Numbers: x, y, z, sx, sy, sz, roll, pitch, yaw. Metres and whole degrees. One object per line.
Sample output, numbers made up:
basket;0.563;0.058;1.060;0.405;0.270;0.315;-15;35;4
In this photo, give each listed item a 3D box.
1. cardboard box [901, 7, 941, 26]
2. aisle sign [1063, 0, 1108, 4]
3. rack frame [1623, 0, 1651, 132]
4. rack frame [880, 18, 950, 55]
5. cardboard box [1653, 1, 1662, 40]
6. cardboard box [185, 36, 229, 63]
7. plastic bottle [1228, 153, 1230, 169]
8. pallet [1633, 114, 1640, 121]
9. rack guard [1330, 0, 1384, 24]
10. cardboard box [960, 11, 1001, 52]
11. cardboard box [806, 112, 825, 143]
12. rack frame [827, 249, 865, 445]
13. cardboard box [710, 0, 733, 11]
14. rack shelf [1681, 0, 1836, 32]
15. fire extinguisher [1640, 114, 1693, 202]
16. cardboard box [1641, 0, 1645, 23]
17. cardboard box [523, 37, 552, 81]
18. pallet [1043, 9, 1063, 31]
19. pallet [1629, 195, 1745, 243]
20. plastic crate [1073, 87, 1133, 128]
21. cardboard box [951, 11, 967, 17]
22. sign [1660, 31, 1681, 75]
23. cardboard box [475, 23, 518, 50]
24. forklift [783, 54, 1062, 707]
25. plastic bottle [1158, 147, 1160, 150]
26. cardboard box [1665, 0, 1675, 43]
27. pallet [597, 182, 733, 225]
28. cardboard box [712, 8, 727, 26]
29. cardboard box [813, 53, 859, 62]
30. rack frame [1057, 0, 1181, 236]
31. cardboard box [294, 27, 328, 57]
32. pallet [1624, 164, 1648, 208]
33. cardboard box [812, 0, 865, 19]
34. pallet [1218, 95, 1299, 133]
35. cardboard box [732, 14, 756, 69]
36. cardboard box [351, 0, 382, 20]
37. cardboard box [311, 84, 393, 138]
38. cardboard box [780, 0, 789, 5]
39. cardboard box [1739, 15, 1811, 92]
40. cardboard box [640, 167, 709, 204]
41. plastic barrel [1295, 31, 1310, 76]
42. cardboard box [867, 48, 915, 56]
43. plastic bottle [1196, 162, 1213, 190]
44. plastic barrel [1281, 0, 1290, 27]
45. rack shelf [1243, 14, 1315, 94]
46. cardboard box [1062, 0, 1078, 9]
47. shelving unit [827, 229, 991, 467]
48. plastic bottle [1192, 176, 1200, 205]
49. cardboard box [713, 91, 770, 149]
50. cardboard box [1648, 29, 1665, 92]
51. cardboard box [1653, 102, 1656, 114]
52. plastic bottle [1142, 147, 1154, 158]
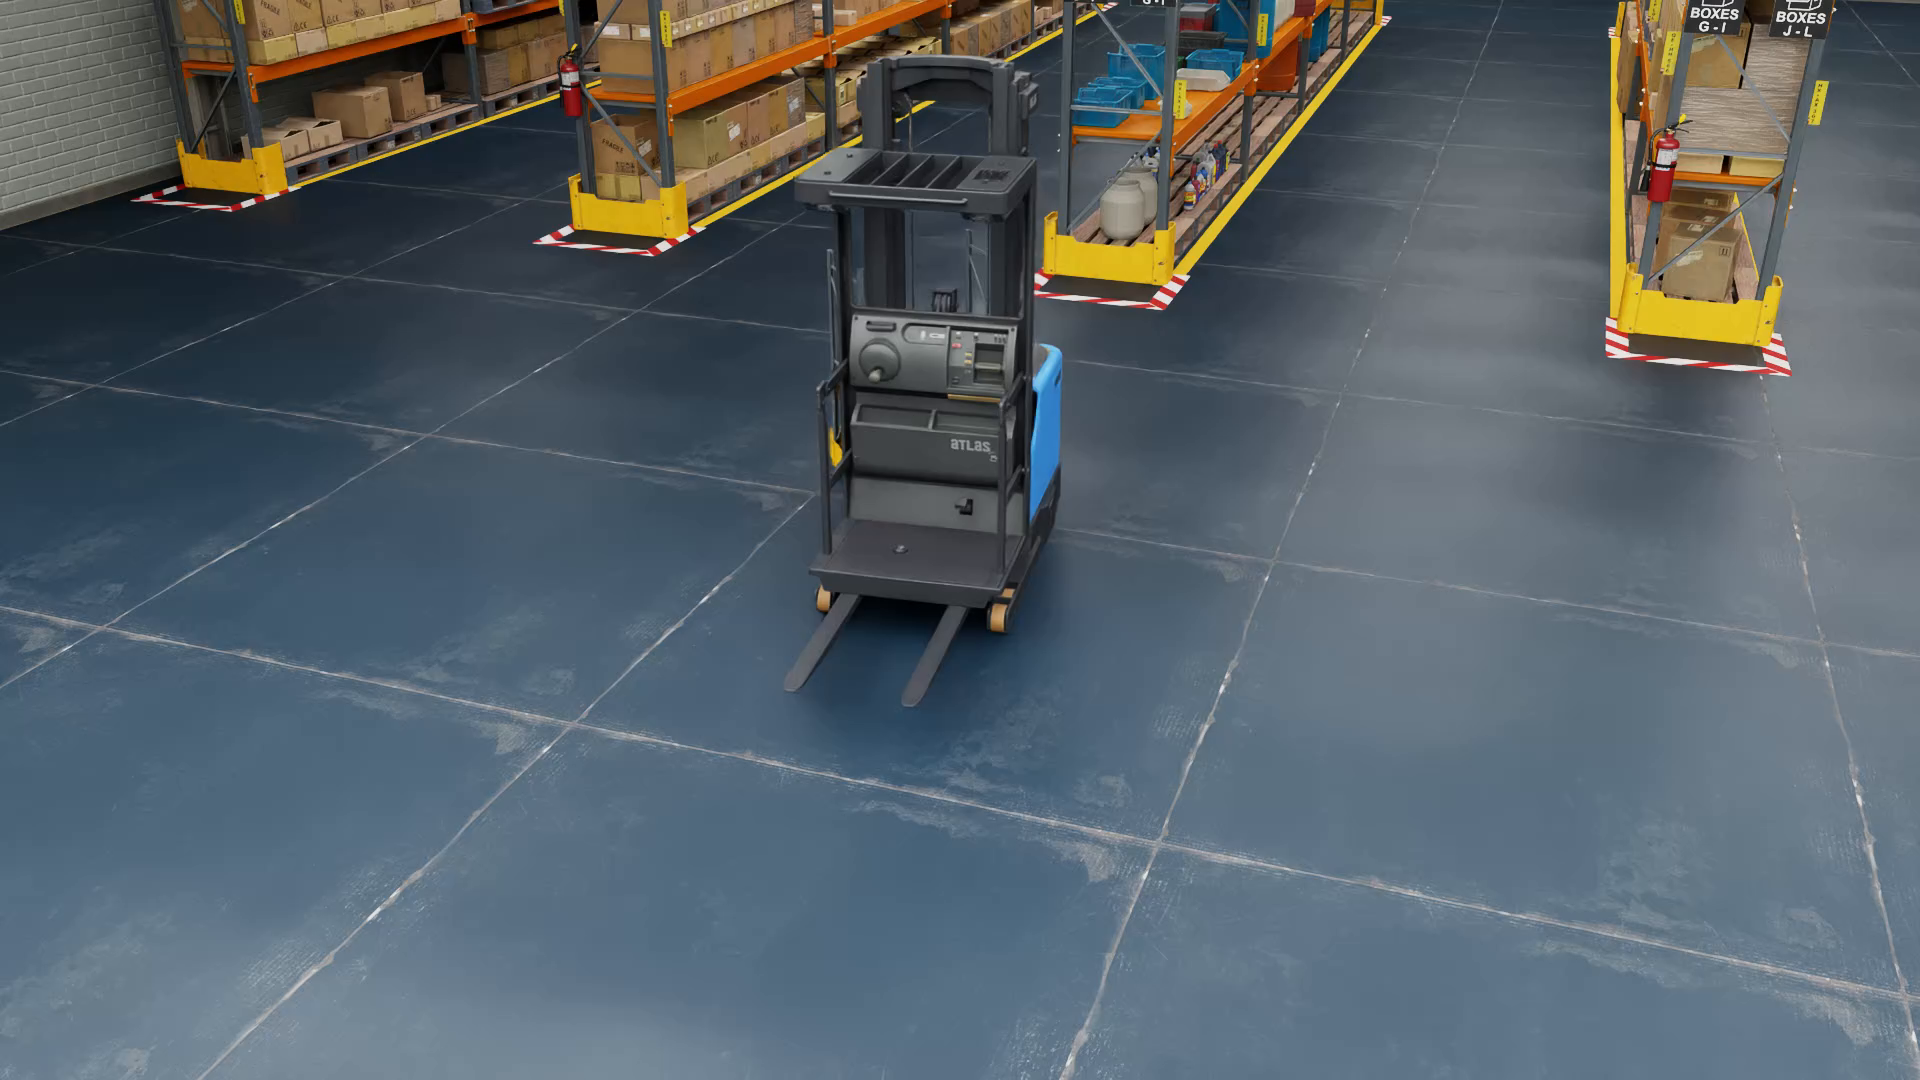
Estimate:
cardboard box;-0.527;-7.615;24.038;0.500;0.250;0.500;10;28;19
aisle sign;1.072;-4.938;14.024;0.394;0.787;0.004;9;27;17
rack frame;8.709;-6.324;19.869;1.000;3.000;0.127;9;27;17
rack frame;-0.631;-7.762;22.839;1.000;3.000;0.127;9;27;17
cardboard box;7.868;-5.641;17.859;0.797;0.503;0.637;12;28;23
cardboard box;-7.993;-5.353;18.013;0.500;0.250;0.500;9;27;18
plastic bottle;2.881;-4.143;18.070;0.097;0.201;0.097;0;26;0
pallet;9.043;-5.382;21.123;1.003;0.211;1.213;9;27;17
rack guard;6.697;-9.216;28.712;1.175;0.500;0.348;9;27;17
cardboard box;0.299;-7.617;24.904;0.500;0.500;0.500;8;27;16
cardboard box;-1.911;-4.847;19.493;0.500;0.250;0.500;9;27;17
rack frame;-0.723;-1.092;10.785;0.032;1.500;0.500;-13;29;-25
cardboard box;-2.771;-5.739;17.058;0.700;0.500;0.500;9;27;18
rack shelf;6.713;-4.885;14.280;1.077;0.370;4.000;9;27;17
fire extinguisher;5.574;-3.021;13.137;0.296;0.674;0.183;9;27;17
cardboard box;8.640;-6.608;20.340;0.500;0.500;0.500;10;27;19
cardboard box;-6.073;-6.636;22.878;0.700;0.500;0.500;9;27;18
pallet;1.334;-8.936;28.464;1.003;0.211;1.213;9;27;17
pallet;7.188;-3.144;16.501;1.003;0.211;1.213;9;27;17
plastic crate;1.261;-3.937;15.109;0.499;0.251;0.616;9;27;17
cardboard box;-0.200;-7.683;25.039;0.500;0.500;0.500;8;27;15
sign;5.530;-3.788;12.941;0.100;0.325;0.005;9;27;17
cardboard box;-6.262;-6.732;22.215;0.500;0.250;0.500;8;27;16
forklift;-0.196;-0.986;8.922;1.130;2.935;3.031;6;26;12
plastic bottle;2.184;-4.112;17.835;0.144;0.351;0.185;9;27;17
cardboard box;6.501;-4.543;14.587;0.500;0.500;0.500;9;27;17
pallet;-3.078;-3.540;17.319;1.003;0.211;1.213;9;27;17
cardboard box;-2.618;-5.366;17.031;0.380;0.149;0.250;8;27;16
cardboard box;-1.592;-6.156;21.551;0.500;0.311;0.500;8;27;17
rack frame;1.376;-3.755;14.563;1.000;3.000;0.127;9;27;17
cardboard box;-7.345;-5.503;18.322;0.500;0.250;0.500;8;27;16
pallet;7.636;-3.745;17.743;1.003;0.211;1.213;9;27;17
cardboard box;-1.516;-6.693;20.517;0.500;0.500;0.500;11;28;21
pallet;3.744;-5.474;21.314;1.003;0.211;1.213;9;27;17
cardboard box;-2.613;-5.346;17.735;0.700;0.500;0.500;10;27;19
cardboard box;-7.011;-6.250;19.005;0.500;0.500;0.500;10;27;19
cardboard box;-7.170;-5.064;19.631;0.700;0.500;0.500;7;27;14
cardboard box;-2.106;-5.995;18.331;0.380;0.149;0.250;9;27;17
cardboard box;6.487;-3.852;13.160;0.500;0.500;0.500;9;27;17
cardboard box;-2.905;-3.614;16.946;0.500;0.250;0.500;9;27;17
plastic barrel;4.561;-6.813;23.165;0.600;0.588;0.708;9;27;17
cardboard box;-0.911;-6.293;21.836;0.500;0.311;0.500;9;27;17
plastic bottle;2.536;-3.786;17.249;0.152;0.276;0.135;9;27;18
plastic barrel;3.758;-6.466;20.034;0.421;0.512;0.421;0;26;0
rack shelf;3.373;-5.897;19.812;1.077;0.370;4.000;9;27;17
cardboard box;1.738;-9.365;28.800;0.500;0.250;0.500;9;27;17
shelving unit;-0.268;-1.200;11.007;1.083;1.500;0.587;-13;29;-25
plastic bottle;2.366;-3.520;16.691;0.061;0.283;0.133;9;27;18
cardboard box;-2.403;-4.568;18.055;0.500;0.500;0.500;9;27;17
cardboard box;6.971;-4.483;15.610;0.875;0.500;0.500;9;27;17
cardboard box;6.536;-3.904;15.159;0.380;0.149;0.250;9;27;17
plastic bottle;1.985;-4.055;17.718;0.144;0.351;0.185;8;27;15
